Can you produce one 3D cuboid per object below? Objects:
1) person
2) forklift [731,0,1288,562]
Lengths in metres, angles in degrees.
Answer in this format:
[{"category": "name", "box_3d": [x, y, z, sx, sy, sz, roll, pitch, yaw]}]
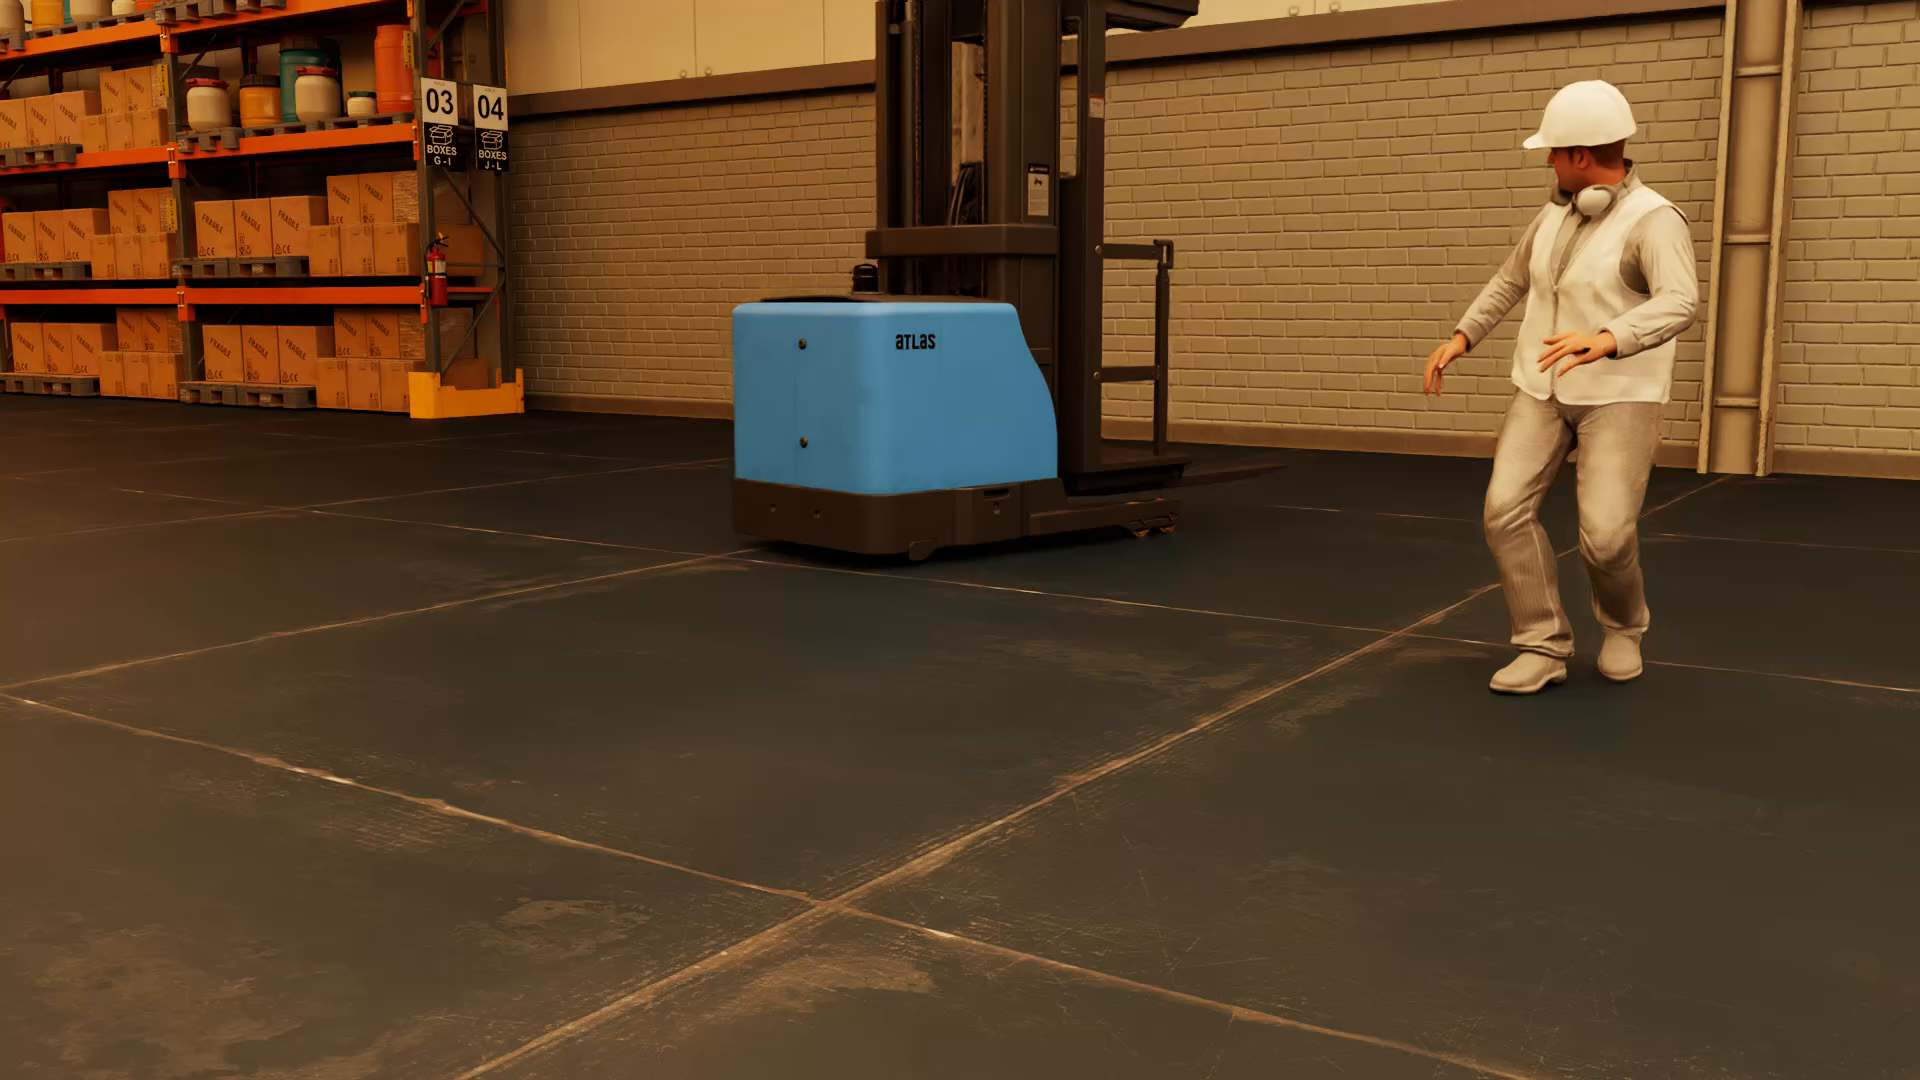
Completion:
[{"category": "person", "box_3d": [1.640, -0.412, 4.599, 0.752, 1.660, 0.817, -6, 10, -38]}, {"category": "forklift", "box_3d": [0.407, -1.513, 7.836, 3.031, 2.935, 1.130, -8, 11, -43]}]
